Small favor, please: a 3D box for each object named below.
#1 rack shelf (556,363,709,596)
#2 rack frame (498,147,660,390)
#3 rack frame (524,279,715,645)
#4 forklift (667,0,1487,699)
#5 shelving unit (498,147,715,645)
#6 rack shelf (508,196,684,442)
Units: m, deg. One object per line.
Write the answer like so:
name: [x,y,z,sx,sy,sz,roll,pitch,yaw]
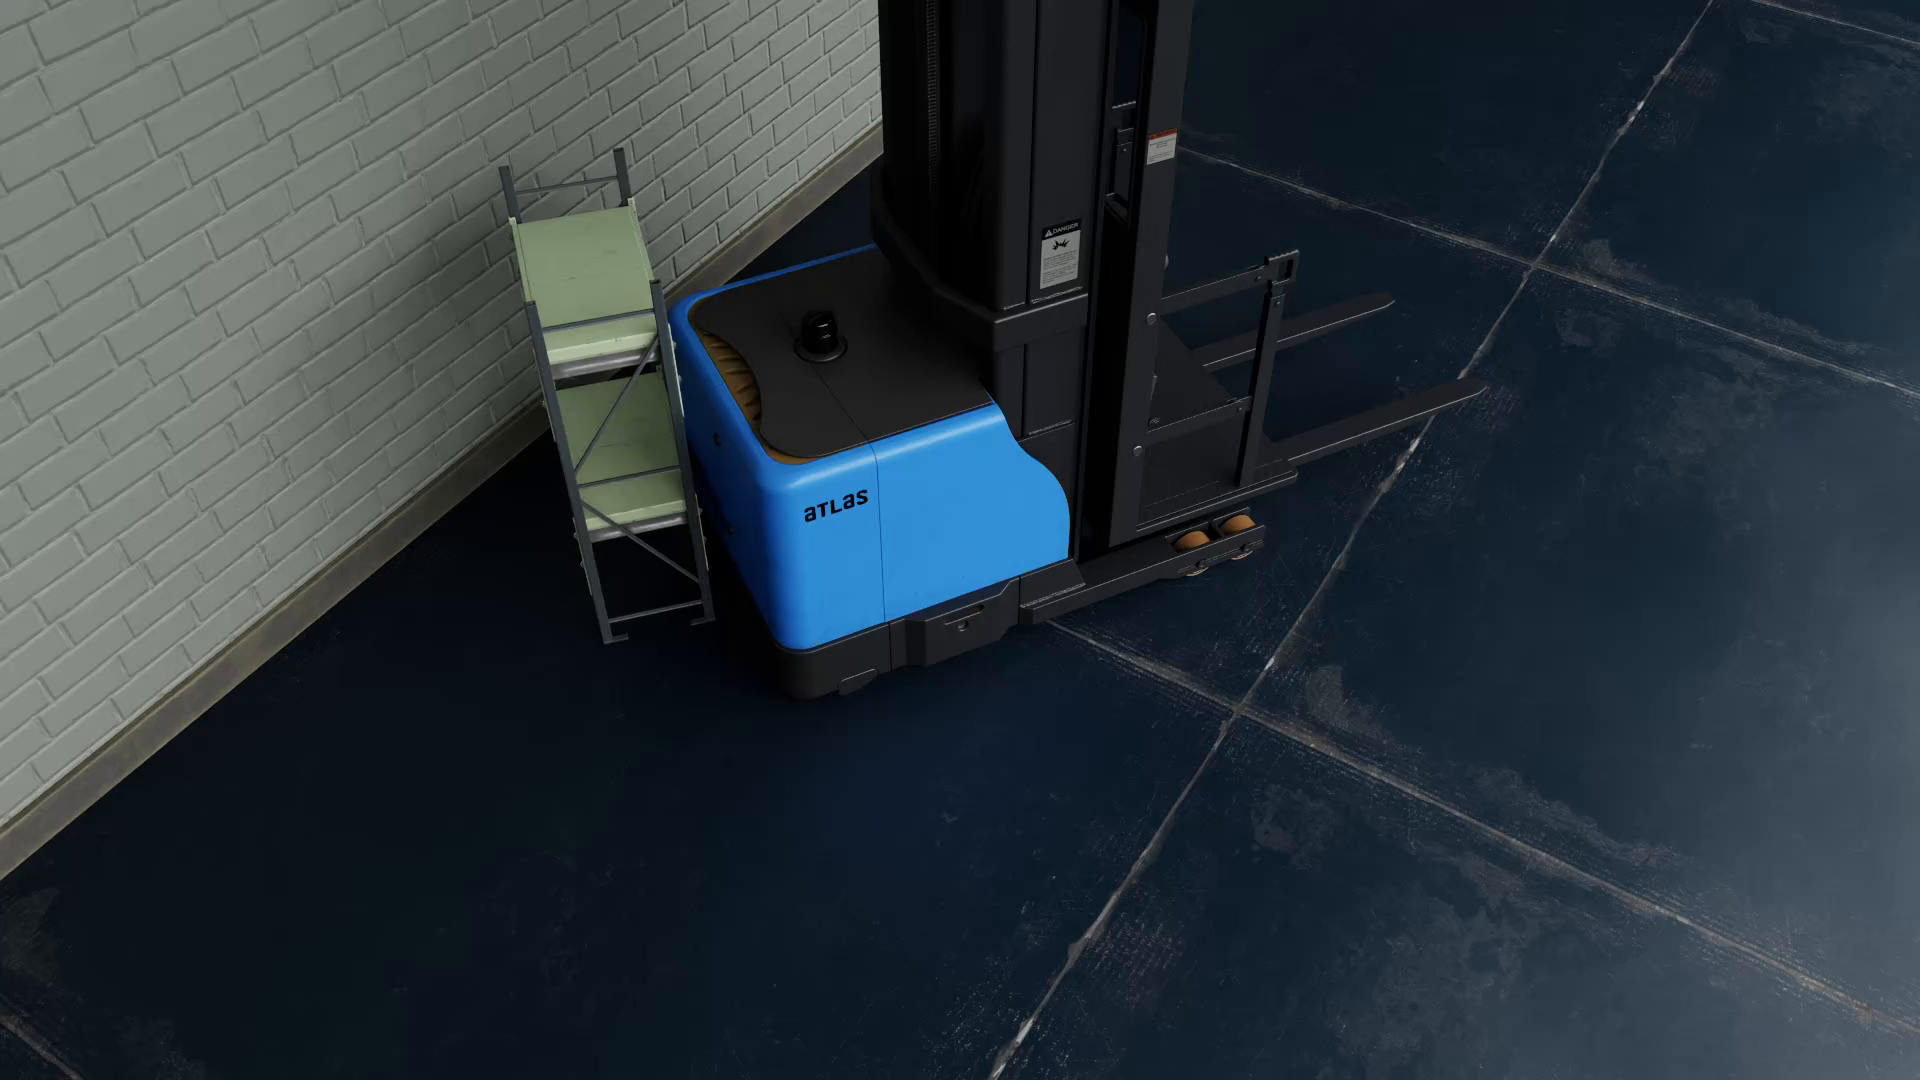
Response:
rack shelf: [-1.177,-0.225,5.878,0.431,0.370,0.720,-12,47,-11]
rack frame: [-1.282,-0.704,5.888,0.400,1.500,0.023,-12,47,-11]
rack frame: [-1.073,-0.201,5.399,0.400,1.500,0.023,-12,47,-11]
forklift: [0.562,-1.214,5.386,3.031,2.935,1.130,-19,49,-18]
shelving unit: [-1.177,-0.452,5.644,0.431,1.500,0.755,-12,47,-11]
rack shelf: [-1.177,-0.724,5.364,0.431,0.370,0.720,-12,47,-11]
